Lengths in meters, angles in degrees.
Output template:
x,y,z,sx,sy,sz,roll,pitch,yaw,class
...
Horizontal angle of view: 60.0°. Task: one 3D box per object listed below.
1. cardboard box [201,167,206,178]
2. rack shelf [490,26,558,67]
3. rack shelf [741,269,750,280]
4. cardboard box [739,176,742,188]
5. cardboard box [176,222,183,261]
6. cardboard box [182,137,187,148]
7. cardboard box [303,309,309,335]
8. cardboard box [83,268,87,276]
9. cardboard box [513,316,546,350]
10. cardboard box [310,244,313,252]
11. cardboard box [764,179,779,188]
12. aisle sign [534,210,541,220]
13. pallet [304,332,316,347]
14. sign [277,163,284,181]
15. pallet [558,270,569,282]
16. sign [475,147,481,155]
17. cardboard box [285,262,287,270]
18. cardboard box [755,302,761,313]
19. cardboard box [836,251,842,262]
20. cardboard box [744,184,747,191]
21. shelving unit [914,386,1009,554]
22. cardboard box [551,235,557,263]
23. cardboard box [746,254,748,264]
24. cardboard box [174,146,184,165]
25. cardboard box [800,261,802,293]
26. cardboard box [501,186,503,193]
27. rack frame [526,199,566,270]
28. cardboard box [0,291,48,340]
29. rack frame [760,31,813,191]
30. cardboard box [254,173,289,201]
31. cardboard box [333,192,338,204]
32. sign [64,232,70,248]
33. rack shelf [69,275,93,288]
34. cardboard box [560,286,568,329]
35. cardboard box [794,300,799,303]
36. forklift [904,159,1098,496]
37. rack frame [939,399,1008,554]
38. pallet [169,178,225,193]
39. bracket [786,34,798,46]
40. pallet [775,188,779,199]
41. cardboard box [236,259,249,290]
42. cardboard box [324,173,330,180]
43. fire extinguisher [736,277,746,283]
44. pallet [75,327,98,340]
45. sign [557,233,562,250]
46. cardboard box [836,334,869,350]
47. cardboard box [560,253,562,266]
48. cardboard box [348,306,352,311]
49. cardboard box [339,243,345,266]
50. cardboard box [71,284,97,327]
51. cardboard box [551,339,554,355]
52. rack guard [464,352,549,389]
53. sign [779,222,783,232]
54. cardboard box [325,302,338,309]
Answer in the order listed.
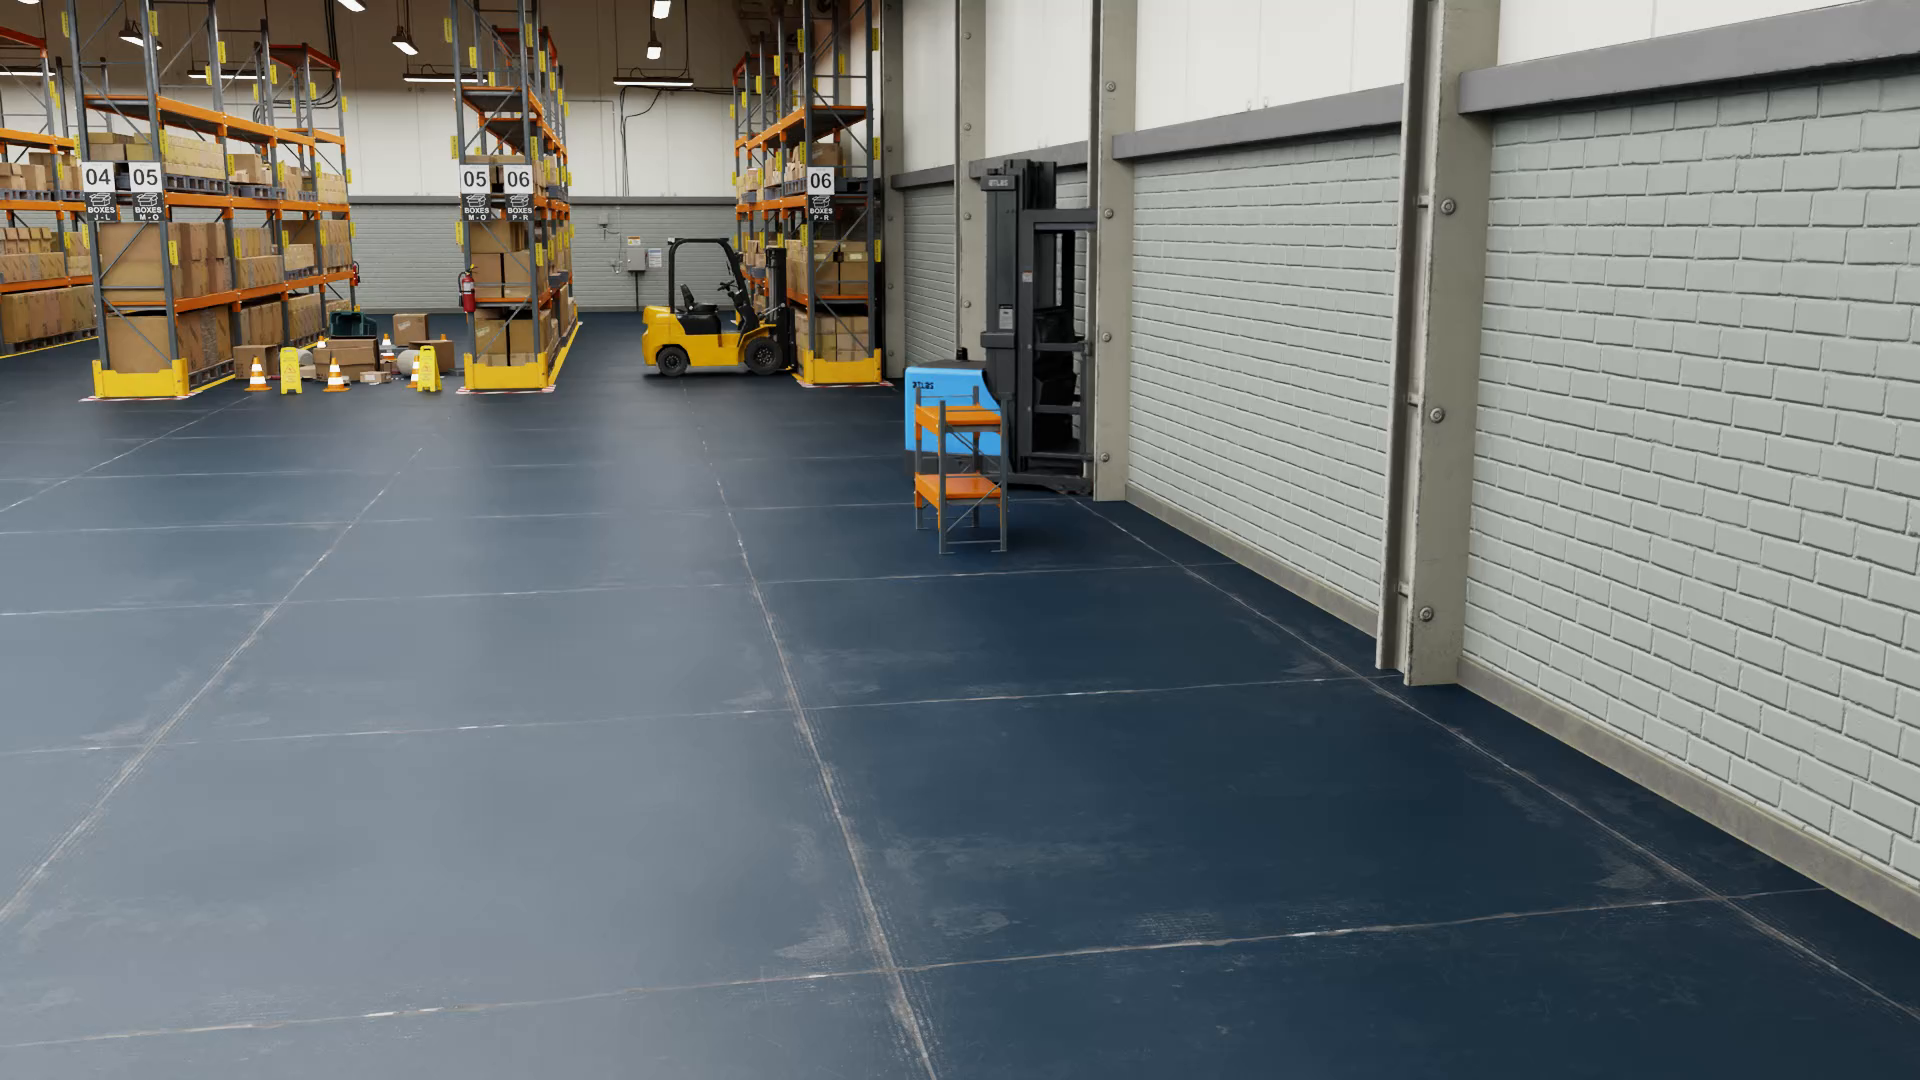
x,y,z,sx,sy,sz,roll,pitch,yaw,class
-11.643,-5.565,25.169,0.380,0.149,0.250,-2,11,-12,cardboard box
-8.608,-9.773,33.012,1.077,0.370,4.000,-2,11,-11,rack shelf
-4.518,-6.108,38.690,1.077,0.370,4.000,-2,11,-11,rack shelf
-4.875,-8.344,38.758,0.500,0.250,0.500,-2,11,-12,cardboard box
-11.731,-4.285,23.900,0.875,0.550,0.550,-2,11,-11,cardboard box
-11.449,-5.771,24.119,0.380,0.149,0.250,-2,11,-12,cardboard box
-13.148,-4.285,32.749,0.500,0.500,0.500,-2,11,-12,cardboard box
-18.605,-5.641,34.982,0.380,0.149,0.250,-2,11,-13,cardboard box
-6.660,-3.195,25.684,0.500,0.500,0.500,-3,11,-13,cardboard box
-13.563,-6.024,34.280,0.380,0.149,0.250,-2,11,-8,cardboard box
-3.581,-6.900,32.140,0.380,0.166,0.250,-2,11,-11,cardboard box
-10.074,-7.927,39.369,0.394,0.787,0.004,-2,11,-11,aisle sign
-13.439,-3.978,33.033,1.003,0.211,1.213,-2,11,-11,pallet
-12.509,-6.767,30.608,0.100,0.325,0.005,-2,11,-11,sign
-7.976,-4.959,31.241,1.213,0.211,1.003,-2,11,-11,pallet
-7.985,-6.347,27.560,0.100,0.325,0.005,-2,11,-11,sign
-12.996,-5.203,31.559,0.380,0.149,0.250,-2,11,-8,cardboard box
-4.142,-4.879,35.870,0.500,0.500,0.500,-2,11,-12,cardboard box
-1.717,-4.376,25.665,0.380,0.149,0.250,-2,11,-11,cardboard box
-4.445,-7.582,35.770,0.380,0.149,0.250,-2,11,-10,cardboard box
-0.001,-0.554,12.598,0.538,1.125,1.048,-2,11,-11,shelving unit
-7.647,-5.321,30.446,0.500,0.500,0.500,-3,11,-15,cardboard box
-4.579,-6.343,37.606,0.500,0.250,0.500,-2,11,-11,cardboard box
-11.441,-5.506,23.798,0.500,0.250,0.500,-2,11,-12,cardboard box
-2.240,-4.119,26.049,0.500,0.500,0.500,-2,11,-9,cardboard box
-7.322,-5.447,25.942,0.380,0.149,0.250,-2,11,-11,cardboard box
-8.997,-5.914,35.744,1.000,3.000,0.127,-2,11,-11,rack frame
-18.220,-4.273,31.685,1.225,0.875,0.875,-2,11,-11,cardboard box
-3.351,-8.308,32.280,1.000,3.000,0.127,-2,11,-11,rack frame
-12.905,-6.619,31.158,0.500,0.500,0.500,-2,11,-11,cardboard box
-13.951,-7.493,36.421,0.500,0.250,0.500,-2,11,-8,cardboard box
-18.188,-6.105,33.863,0.100,0.325,0.005,-2,11,-11,sign
-19.107,-5.567,35.845,1.077,0.370,4.000,-2,11,-11,rack shelf
-8.615,-4.800,34.452,0.875,0.875,0.875,-2,11,-9,cardboard box
-3.147,-4.765,33.537,0.380,0.149,0.250,-2,11,-8,cardboard box
1.044,-1.947,15.087,3.031,2.935,1.130,5,12,23,forklift
0.098,-0.461,12.108,0.500,1.125,0.032,-2,11,-11,rack frame
-12.128,-5.527,25.929,1.003,0.211,1.213,-2,11,-11,pallet
-3.648,-10.882,36.174,0.235,0.232,0.430,-2,11,-11,bracket
-2.911,-6.416,30.865,1.003,0.211,1.213,-2,11,-8,pallet
-12.115,-4.403,27.541,0.500,0.500,0.500,-2,11,-10,cardboard box
-13.861,-7.861,35.952,0.380,0.149,0.250,-2,11,-8,cardboard box
-5.389,-6.617,40.646,0.296,0.674,0.183,-2,11,-11,fire extinguisher
-18.789,-4.326,34.859,1.003,0.211,1.213,-2,11,-11,pallet
-7.689,-5.731,31.901,0.100,0.325,0.005,-2,11,-11,sign
-1.683,-3.089,25.796,0.500,0.250,0.500,-2,11,-10,cardboard box
-8.260,-5.640,33.373,0.500,0.250,0.500,-2,11,-11,cardboard box
-14.228,-5.314,38.300,0.380,0.149,0.250,-2,11,-13,cardboard box
-14.068,-6.384,37.150,0.500,0.500,0.500,-2,11,-11,cardboard box
-18.943,-5.005,35.528,0.875,0.875,0.875,-2,11,-11,cardboard box
-7.063,-3.203,27.734,0.500,0.250,0.500,-2,11,-8,cardboard box
-6.678,-2.499,24.487,1.175,0.500,0.348,-2,11,-11,rack guard
-4.359,-7.569,40.499,0.100,0.325,0.005,-2,11,-11,sign
-13.976,-5.171,36.755,0.380,0.149,0.250,-2,11,-11,cardboard box
